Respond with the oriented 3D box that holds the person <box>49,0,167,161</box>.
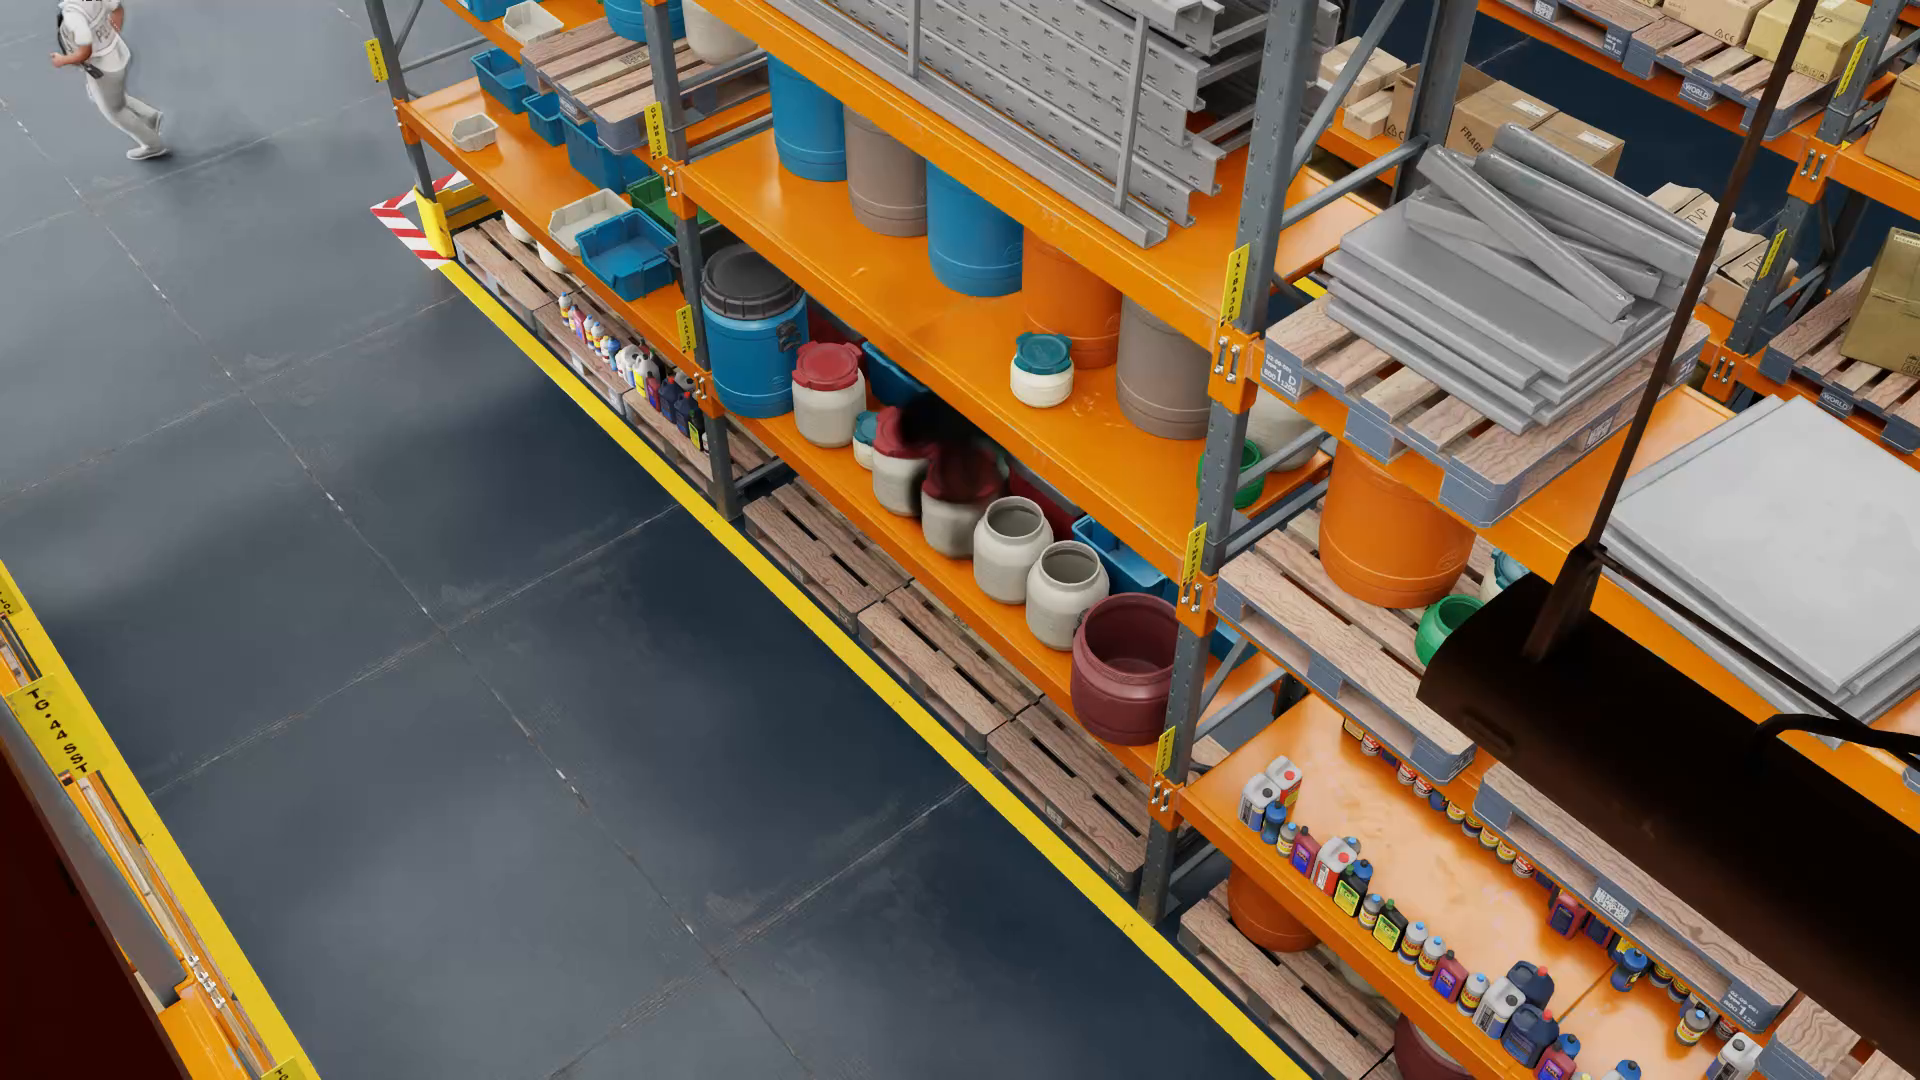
[{"bbox_3d":[-6.979,-3.855,13.441,0.591,1.750,0.671,-5,47,-5],"label":"person"}]
